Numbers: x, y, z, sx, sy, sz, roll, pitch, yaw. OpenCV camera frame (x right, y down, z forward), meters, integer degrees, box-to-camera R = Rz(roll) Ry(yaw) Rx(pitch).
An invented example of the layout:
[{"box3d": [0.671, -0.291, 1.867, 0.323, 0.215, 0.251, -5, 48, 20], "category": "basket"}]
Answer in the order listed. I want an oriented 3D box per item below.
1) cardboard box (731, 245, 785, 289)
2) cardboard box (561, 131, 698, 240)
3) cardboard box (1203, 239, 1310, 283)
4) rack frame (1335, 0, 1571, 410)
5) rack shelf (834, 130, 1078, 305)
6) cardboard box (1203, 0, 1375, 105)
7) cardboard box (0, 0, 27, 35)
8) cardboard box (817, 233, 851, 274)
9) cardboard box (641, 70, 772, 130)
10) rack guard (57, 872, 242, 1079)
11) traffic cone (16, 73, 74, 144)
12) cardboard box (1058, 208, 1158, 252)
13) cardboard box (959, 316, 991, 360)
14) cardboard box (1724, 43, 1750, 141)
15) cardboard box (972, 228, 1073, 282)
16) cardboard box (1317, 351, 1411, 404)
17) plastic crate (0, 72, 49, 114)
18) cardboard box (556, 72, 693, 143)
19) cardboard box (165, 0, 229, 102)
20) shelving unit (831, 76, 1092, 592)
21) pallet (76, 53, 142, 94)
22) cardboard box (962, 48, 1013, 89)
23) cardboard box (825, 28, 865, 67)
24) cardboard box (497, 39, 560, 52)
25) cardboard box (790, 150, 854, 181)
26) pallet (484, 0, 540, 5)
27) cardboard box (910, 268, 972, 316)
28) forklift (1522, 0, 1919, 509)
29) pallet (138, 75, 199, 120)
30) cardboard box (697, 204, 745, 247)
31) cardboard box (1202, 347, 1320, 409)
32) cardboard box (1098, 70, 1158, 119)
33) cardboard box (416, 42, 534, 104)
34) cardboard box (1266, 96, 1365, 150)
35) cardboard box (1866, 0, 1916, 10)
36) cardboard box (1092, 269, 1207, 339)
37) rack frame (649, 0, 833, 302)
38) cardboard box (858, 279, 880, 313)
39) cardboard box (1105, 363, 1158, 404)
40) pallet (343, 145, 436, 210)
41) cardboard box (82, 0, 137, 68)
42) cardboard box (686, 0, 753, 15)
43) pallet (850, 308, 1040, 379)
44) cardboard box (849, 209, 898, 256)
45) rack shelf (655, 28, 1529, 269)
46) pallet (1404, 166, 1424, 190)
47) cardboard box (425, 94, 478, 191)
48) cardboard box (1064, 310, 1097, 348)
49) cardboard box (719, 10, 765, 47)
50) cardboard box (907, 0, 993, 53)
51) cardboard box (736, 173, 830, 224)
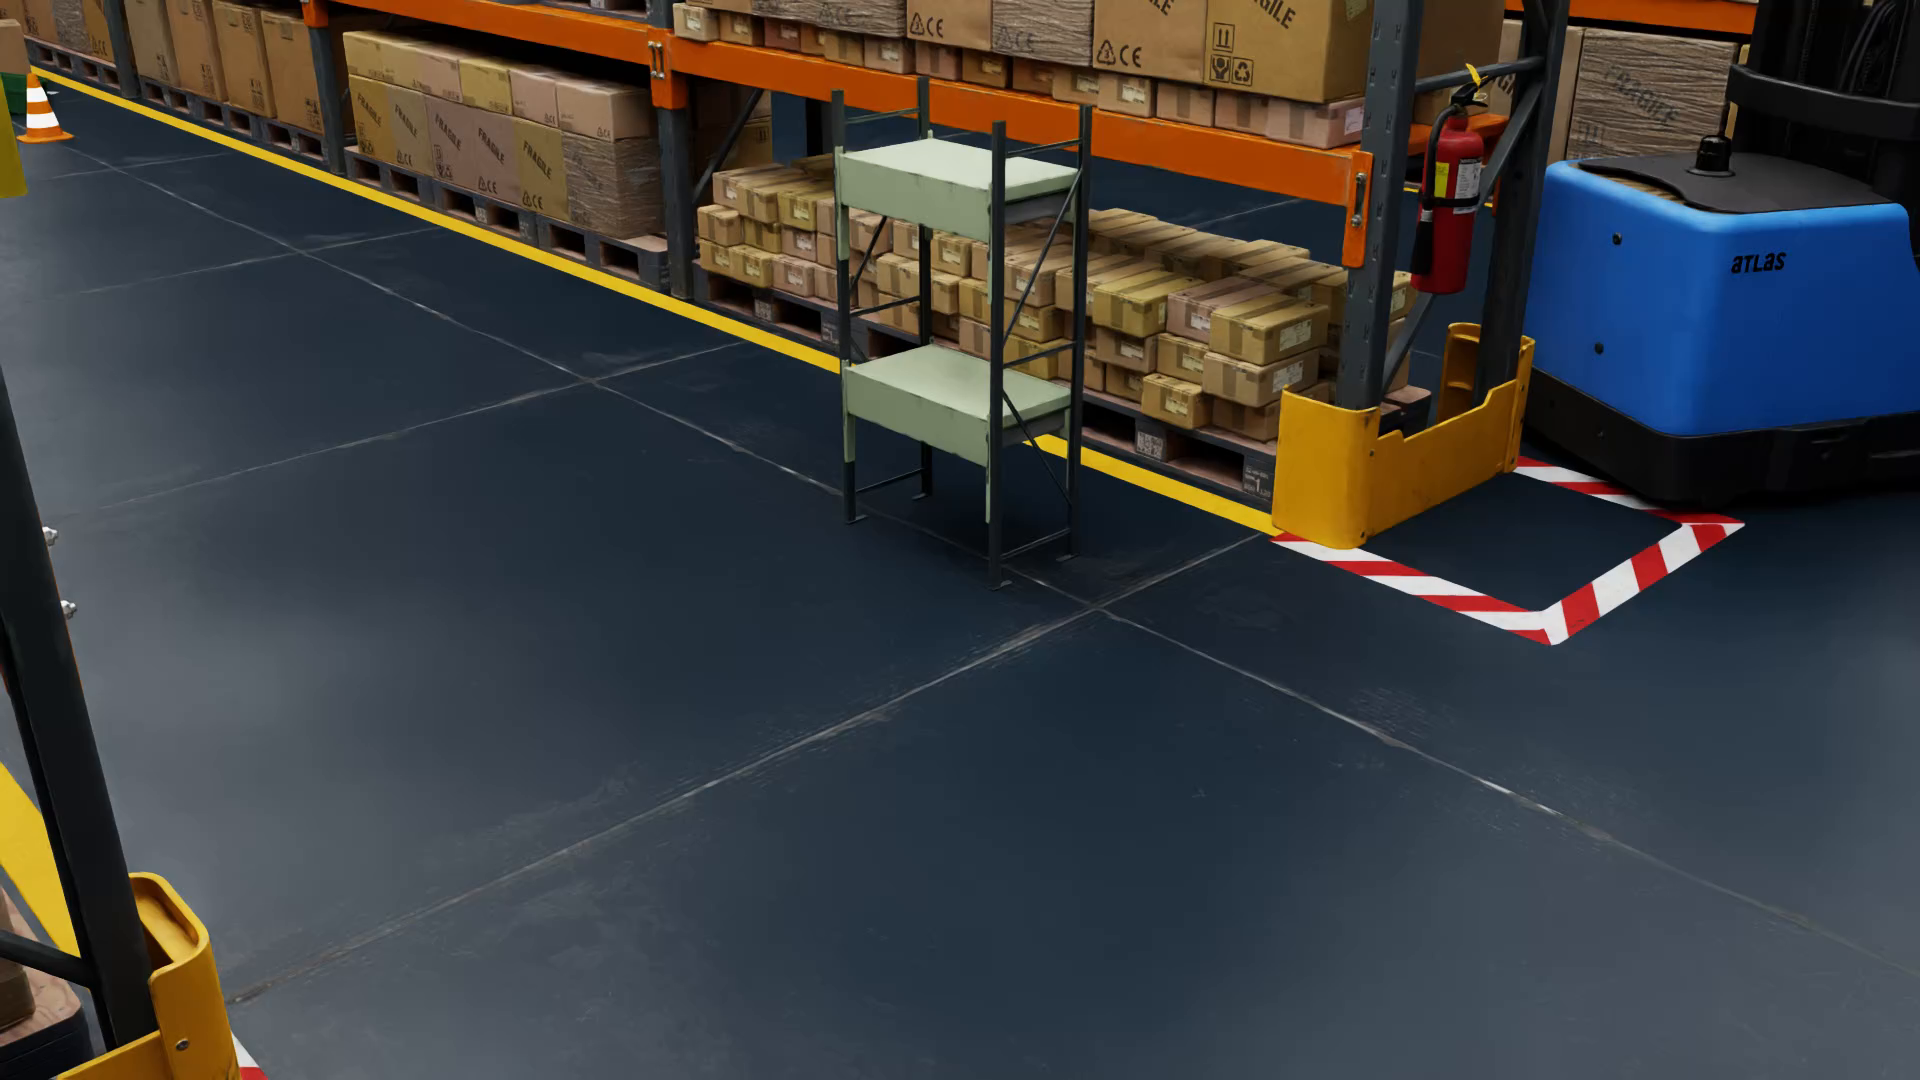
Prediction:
[{"box3d": [-0.870, -1.338, 7.997, 0.380, 0.149, 0.250, -20, 31, -37], "category": "cardboard box"}, {"box3d": [-1.756, -1.932, 8.878, 0.500, 0.500, 0.500, -22, 32, -39], "category": "cardboard box"}, {"box3d": [1.203, -1.096, 6.750, 0.380, 0.149, 0.250, -21, 32, -39], "category": "cardboard box"}, {"box3d": [1.668, -1.514, 5.455, 1.000, 3.000, 0.127, -21, 32, -38], "category": "rack frame"}, {"box3d": [-0.005, -1.039, 5.281, 0.431, 0.370, 0.720, -21, 32, -38], "category": "rack shelf"}, {"box3d": [1.173, -1.758, 5.511, 0.500, 0.500, 0.500, -20, 32, -37], "category": "cardboard box"}, {"box3d": [-8.757, -5.399, 16.025, 0.875, 0.875, 0.875, -21, 32, -38], "category": "cardboard box"}, {"box3d": [-0.438, -1.357, 7.682, 0.250, 0.149, 0.380, 22, 32, 39], "category": "cardboard box"}, {"box3d": [-1.379, -2.420, 9.042, 0.500, 0.250, 0.500, 22, 33, 39], "category": "cardboard box"}, {"box3d": [-1.860, 1.065, 2.812, 1.175, 0.500, 0.348, -21, 32, -38], "category": "rack guard"}, {"box3d": [-6.720, -3.161, 12.121, 0.336, 0.463, 0.334, -21, 32, -38], "category": "traffic cone"}, {"box3d": [0.644, -1.327, 7.257, 0.380, 0.149, 0.250, -21, 32, -38], "category": "cardboard box"}, {"box3d": [0.218, -0.881, 6.996, 0.380, 0.149, 0.250, -20, 32, -37], "category": "cardboard box"}, {"box3d": [4.861, -2.286, 9.201, 0.875, 0.875, 0.875, -21, 32, -38], "category": "cardboard box"}, {"box3d": [0.267, -1.175, 6.925, 0.250, 0.149, 0.380, 23, 33, 40], "category": "cardboard box"}, {"box3d": [1.543, -0.658, 6.506, 0.380, 0.149, 0.250, -20, 32, -37], "category": "cardboard box"}, {"box3d": [-7.609, -3.577, 13.297, 0.450, 0.188, 0.662, 4, 23, -16], "category": "plastic crate"}, {"box3d": [-1.760, -2.275, 8.725, 0.500, 0.250, 0.500, -22, 33, -40], "category": "cardboard box"}, {"box3d": [-5.388, -3.861, 12.805, 1.050, 0.750, 0.750, -21, 32, -38], "category": "cardboard box"}, {"box3d": [-0.005, -0.684, 5.443, 0.431, 1.500, 0.755, -21, 32, -38], "category": "shelving unit"}, {"box3d": [-6.997, -4.134, 14.557, 1.003, 0.211, 1.213, -21, 32, -38], "category": "pallet"}, {"box3d": [0.229, -1.909, 6.624, 0.380, 0.149, 0.250, -21, 32, -38], "category": "cardboard box"}, {"box3d": [-0.354, -2.131, 7.110, 0.380, 0.149, 0.250, -21, 32, -38], "category": "cardboard box"}, {"box3d": [-2.452, -2.892, 10.077, 0.500, 0.250, 0.500, -20, 31, -37], "category": "cardboard box"}, {"box3d": [-0.633, -1.857, 8.418, 0.380, 0.149, 0.250, -20, 31, -37], "category": "cardboard box"}, {"box3d": [-2.417, -3.262, 9.518, 1.003, 0.211, 1.213, -21, 32, -38], "category": "pallet"}, {"box3d": [0.009, -1.091, 7.098, 0.380, 0.149, 0.250, -21, 32, -38], "category": "cardboard box"}, {"box3d": [3.774, -1.774, 6.107, 3.031, 2.935, 1.130, -7, 25, -14], "category": "forklift"}, {"box3d": [-5.952, -3.669, 13.537, 1.003, 0.211, 1.213, -21, 32, -38], "category": "pallet"}, {"box3d": [-1.052, -1.555, 8.114, 0.380, 0.149, 0.250, -19, 31, -36], "category": "cardboard box"}, {"box3d": [1.099, -0.622, 6.071, 0.380, 0.149, 0.250, -22, 33, -40], "category": "cardboard box"}, {"box3d": [0.722, -1.647, 6.048, 0.380, 0.149, 0.250, -20, 31, -37], "category": "cardboard box"}, {"box3d": [-2.830, -2.748, 9.762, 0.500, 0.250, 0.500, -21, 32, -38], "category": "cardboard box"}, {"box3d": [1.238, -1.418, 5.548, 0.380, 0.149, 0.250, -21, 32, -38], "category": "cardboard box"}, {"box3d": [4.873, -2.791, 8.556, 0.380, 0.149, 0.250, -20, 32, -38], "category": "cardboard box"}, {"box3d": [0.721, -0.902, 6.325, 0.380, 0.149, 0.250, -22, 33, -40], "category": "cardboard box"}, {"box3d": [-1.066, -2.726, 8.111, 1.000, 3.000, 0.127, -21, 32, -38], "category": "rack frame"}, {"box3d": [-0.243, -1.143, 7.570, 0.250, 0.149, 0.380, 22, 33, 40], "category": "cardboard box"}, {"box3d": [0.788, -0.662, 6.516, 0.380, 0.149, 0.250, -21, 32, -39], "category": "cardboard box"}, {"box3d": [-3.267, -2.432, 10.827, 1.003, 0.211, 1.213, -21, 32, -38], "category": "pallet"}, {"box3d": [-6.913, -4.584, 14.239, 0.875, 0.875, 0.875, -21, 32, -38], "category": "cardboard box"}, {"box3d": [-0.912, -2.685, 7.543, 0.500, 0.500, 0.500, -22, 32, -39], "category": "cardboard box"}, {"box3d": [0.257, -0.894, 7.455, 1.003, 0.211, 1.213, -21, 32, -38], "category": "pallet"}, {"box3d": [-0.319, -1.392, 7.399, 0.380, 0.149, 0.250, -20, 31, -37], "category": "cardboard box"}, {"box3d": [0.301, -1.793, 6.932, 1.077, 0.370, 4.000, -21, 32, -38], "category": "rack shelf"}, {"box3d": [3.086, -2.581, 11.154, 1.003, 0.211, 1.213, -21, 32, -38], "category": "pallet"}, {"box3d": [-2.803, -2.399, 9.901, 0.500, 0.500, 0.500, -22, 33, -40], "category": "cardboard box"}, {"box3d": [0.634, -0.890, 6.657, 0.380, 0.149, 0.250, -22, 32, -39], "category": "cardboard box"}, {"box3d": [-0.881, -2.376, 7.646, 0.380, 0.149, 0.250, -20, 31, -37], "category": "cardboard box"}, {"box3d": [0.138, -2.220, 6.524, 0.500, 0.500, 0.500, -19, 31, -36], "category": "cardboard box"}, {"box3d": [-0.837, -1.627, 7.915, 0.380, 0.149, 0.250, -19, 31, -36], "category": "cardboard box"}]
